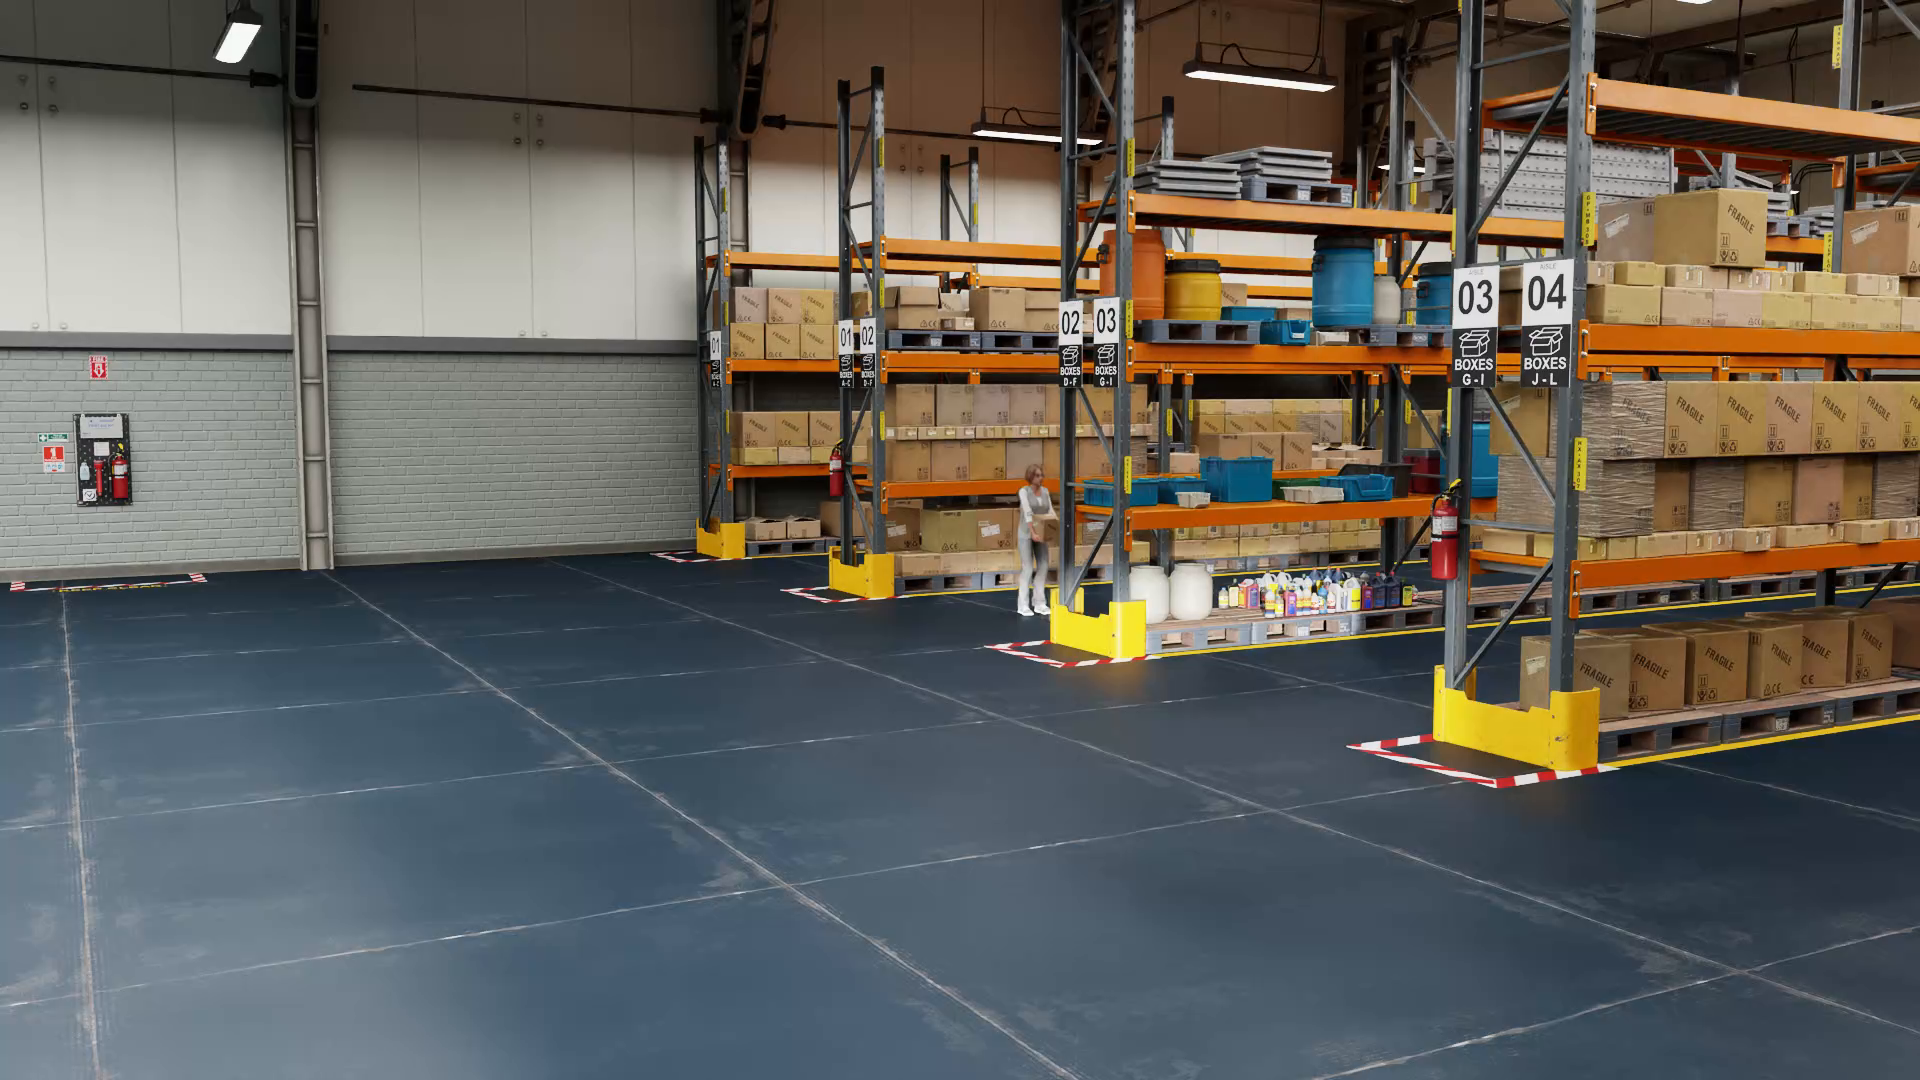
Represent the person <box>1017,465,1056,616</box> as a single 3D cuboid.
[{"bbox_3d":[0.830,0.012,17.617,0.375,1.585,0.502,-3,6,-29],"label":"person"}]
